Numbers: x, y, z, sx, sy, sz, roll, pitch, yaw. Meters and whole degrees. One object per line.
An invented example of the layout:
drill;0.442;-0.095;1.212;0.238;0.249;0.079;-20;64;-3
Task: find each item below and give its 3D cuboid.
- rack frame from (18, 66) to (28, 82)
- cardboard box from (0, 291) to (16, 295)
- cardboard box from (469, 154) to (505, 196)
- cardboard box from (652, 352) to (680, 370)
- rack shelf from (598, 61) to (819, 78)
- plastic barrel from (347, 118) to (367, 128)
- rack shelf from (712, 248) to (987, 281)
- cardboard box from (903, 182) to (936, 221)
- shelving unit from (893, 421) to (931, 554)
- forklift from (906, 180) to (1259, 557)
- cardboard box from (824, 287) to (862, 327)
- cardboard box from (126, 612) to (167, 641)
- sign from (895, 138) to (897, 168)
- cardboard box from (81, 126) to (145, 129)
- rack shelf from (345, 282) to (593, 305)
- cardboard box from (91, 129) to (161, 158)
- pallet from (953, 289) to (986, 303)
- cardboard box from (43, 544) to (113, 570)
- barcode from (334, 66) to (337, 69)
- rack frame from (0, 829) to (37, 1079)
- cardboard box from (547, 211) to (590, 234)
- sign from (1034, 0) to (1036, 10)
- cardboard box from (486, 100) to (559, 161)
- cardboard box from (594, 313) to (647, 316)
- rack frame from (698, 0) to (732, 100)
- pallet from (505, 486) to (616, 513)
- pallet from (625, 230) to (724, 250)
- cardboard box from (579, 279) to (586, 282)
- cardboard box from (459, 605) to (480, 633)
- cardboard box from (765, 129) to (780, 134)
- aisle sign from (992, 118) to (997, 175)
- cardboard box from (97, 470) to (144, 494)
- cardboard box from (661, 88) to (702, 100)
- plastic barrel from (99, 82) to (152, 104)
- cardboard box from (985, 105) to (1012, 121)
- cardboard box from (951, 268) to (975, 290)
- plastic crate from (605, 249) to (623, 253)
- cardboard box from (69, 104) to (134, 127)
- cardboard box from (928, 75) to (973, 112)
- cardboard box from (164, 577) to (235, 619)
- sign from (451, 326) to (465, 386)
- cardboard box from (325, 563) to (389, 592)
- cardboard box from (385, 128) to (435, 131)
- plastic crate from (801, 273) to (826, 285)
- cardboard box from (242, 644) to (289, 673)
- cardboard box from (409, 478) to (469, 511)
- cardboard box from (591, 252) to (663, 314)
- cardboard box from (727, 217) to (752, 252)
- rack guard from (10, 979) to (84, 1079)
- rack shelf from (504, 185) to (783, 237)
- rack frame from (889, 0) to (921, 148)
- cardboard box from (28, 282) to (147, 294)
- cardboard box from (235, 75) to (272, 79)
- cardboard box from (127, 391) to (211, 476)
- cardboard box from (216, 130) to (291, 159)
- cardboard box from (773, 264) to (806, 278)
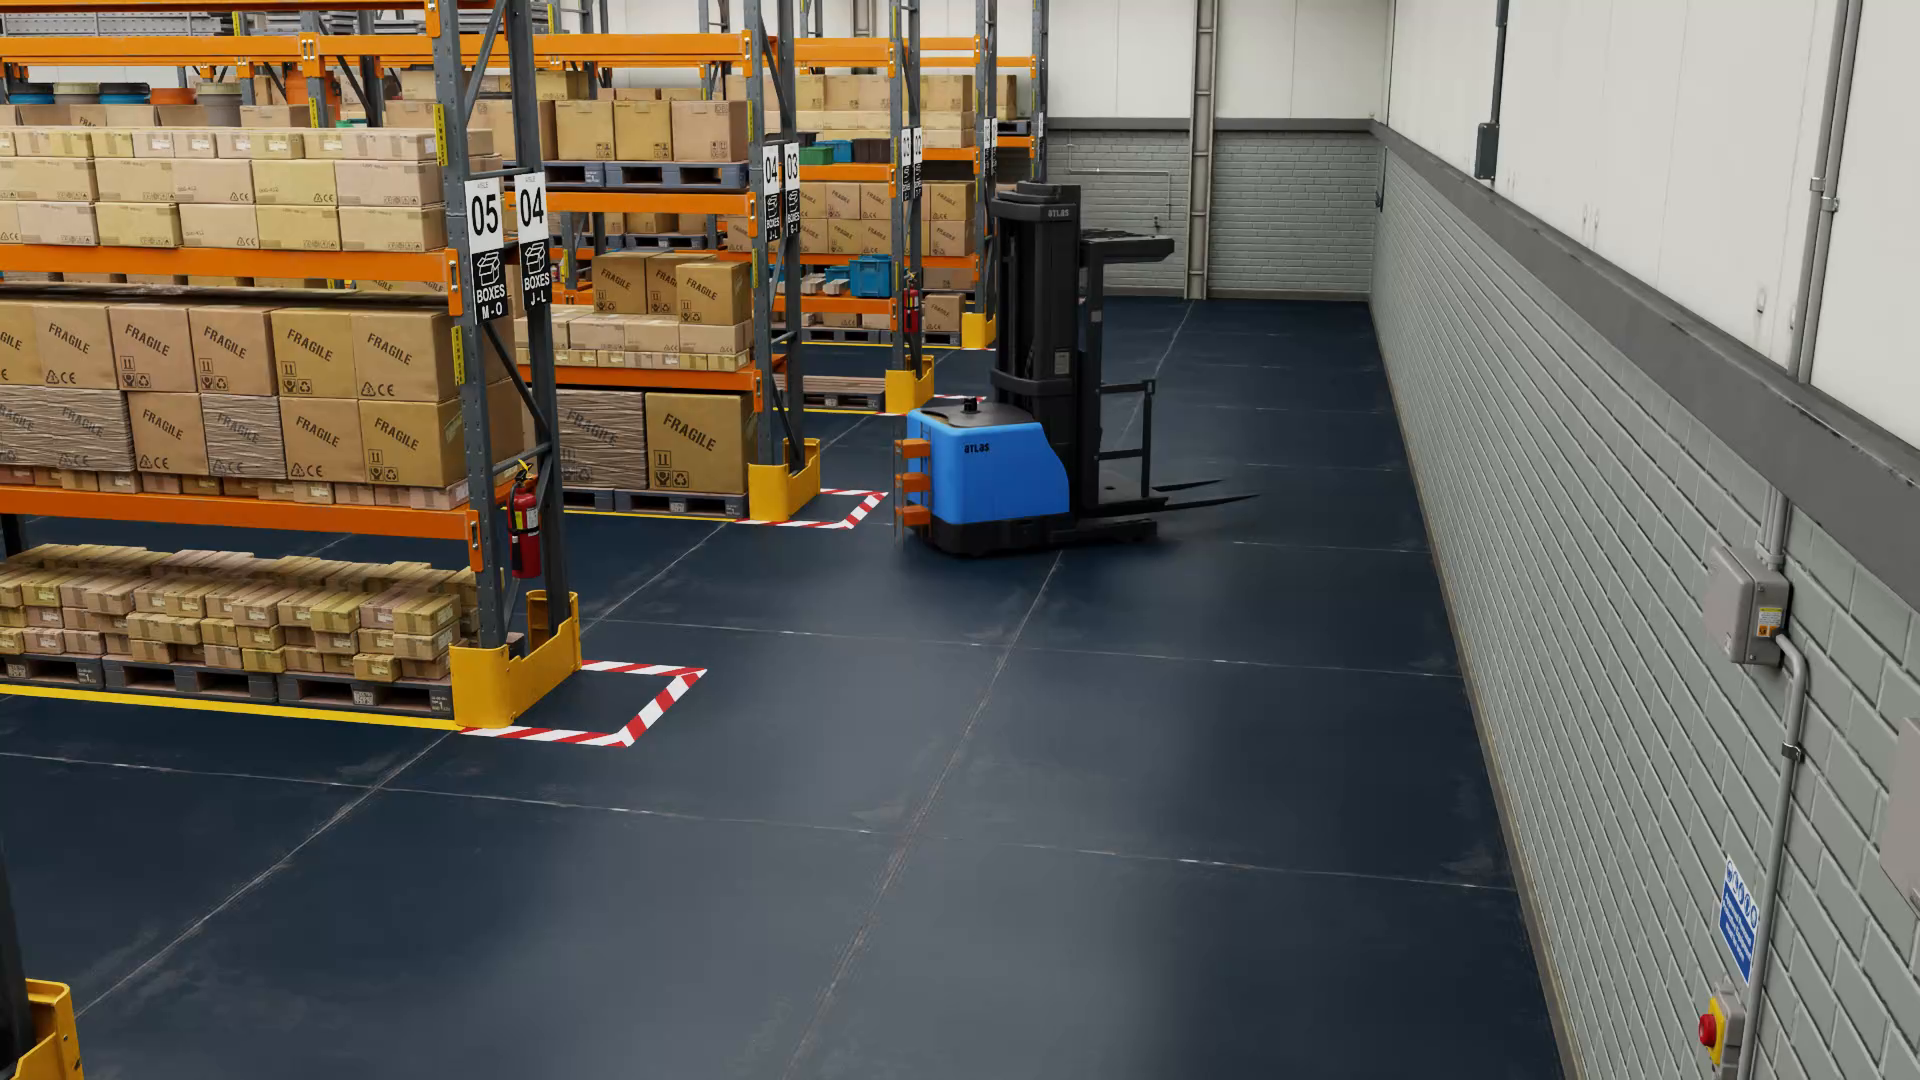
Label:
rack frame;-15.306;-8.097;26.366;0.127;3.000;1.000;3;16;11
cardboard box;-6.218;-1.270;10.340;0.500;0.500;0.500;3;16;12
cardboard box;-3.081;-2.178;9.960;0.500;0.250;0.500;3;16;12
cardboard box;-2.522;-1.603;14.629;0.250;0.149;0.380;3;16;11
rack shelf;-4.523;-8.322;29.274;4.000;0.370;1.077;3;16;11
plastic barrel;-7.378;-5.048;20.448;0.301;0.262;0.301;0;15;0
rack shelf;-1.587;-4.115;24.575;4.000;0.370;1.077;3;16;11
cardboard box;-0.613;-4.863;23.870;0.500;0.500;0.500;4;16;13
shelving unit;-0.390;-0.426;13.562;0.252;1.050;0.215;-7;17;-23
forklift;1.110;-1.515;13.970;3.031;2.935;1.130;-7;17;-23
cardboard box;-1.705;-3.478;24.781;0.637;0.503;0.797;3;16;11
cardboard box;-5.045;0.506;10.542;0.250;0.149;0.380;3;16;11
sign;-0.712;-4.310;18.508;0.005;0.325;0.100;3;16;11
cardboard box;-5.228;-2.492;10.349;0.250;0.149;0.380;2;16;9
rack shelf;-6.498;-3.032;20.666;4.000;0.370;1.077;3;16;11
cardboard box;-4.838;-2.319;9.723;0.250;0.149;0.380;3;16;9
pallet;0.557;-4.329;29.225;1.213;0.211;1.003;3;16;11
cardboard box;-5.953;0.155;11.255;0.250;0.149;0.380;3;16;12
barcode;-11.679;-8.837;31.097;0.075;0.075;0.001;3;16;11
rack frame;-3.580;0.830;5.378;0.053;2.616;0.949;3;16;11
cardboard box;-5.969;-4.928;25.191;0.500;0.500;0.700;6;17;22
sign;1.234;-8.889;27.328;0.005;0.325;0.100;3;16;11
cardboard box;-3.736;-3.600;14.590;0.500;0.500;0.700;4;16;14
cardboard box;-3.024;-1.985;15.261;0.500;0.250;0.500;3;16;9
rack frame;-3.547;-7.459;24.062;0.127;3.000;1.000;3;16;11
pallet;-3.596;-0.507;15.428;1.213;0.211;1.003;3;16;11
pallet;-4.308;-4.546;25.145;1.213;0.211;1.003;3;16;11
cardboard box;-5.996;-3.772;25.848;0.500;0.500;0.500;3;16;9
cardboard box;-3.155;0.462;10.703;0.250;0.149;0.380;4;16;13
cardboard box;-2.631;-5.823;24.055;0.500;0.250;0.500;3;16;11
aisle sign;0.498;-5.681;24.012;0.004;0.787;0.394;3;16;11
cardboard box;-5.100;-0.405;10.307;0.250;0.149;0.380;4;16;14
cardboard box;-4.026;-6.358;24.546;0.600;0.600;0.600;2;16;6
plastic barrel;-10.554;-5.345;21.111;0.708;0.901;0.600;3;16;11
cardboard box;0.586;-7.244;28.214;0.500;0.250;0.500;4;16;13
cardboard box;0.160;-4.686;29.187;0.500;0.500;0.700;3;16;11
plastic crate;-4.012;-3.358;20.412;0.575;0.384;0.392;3;16;11
cardboard box;-7.969;-3.849;15.675;0.500;0.500;0.500;4;16;14
cardboard box;-0.134;-6.354;23.631;0.500;0.500;0.700;3;16;11
cardboard box;-4.789;0.363;10.503;0.250;0.149;0.380;3;16;11
sign;-2.823;-1.038;9.358;0.005;0.325;0.100;3;16;11
cardboard box;-3.913;0.275;10.820;0.250;0.149;0.380;2;16;8
cardboard box;-3.211;-2.373;9.918;0.250;0.149;0.380;4;16;13
plastic crate;-1.757;-3.135;20.073;0.298;0.136;0.250;3;16;11
cardboard box;-4.271;0.696;10.415;0.250;0.149;0.380;2;16;9
cardboard box;-3.068;-0.294;9.905;0.250;0.149;0.380;3;16;11
cardboard box;-3.020;-2.345;15.157;0.500;0.500;0.500;3;16;10
cardboard box;-3.102;-4.518;24.494;0.500;0.500;0.500;4;16;13
rack guard;-3.556;2.035;5.710;0.348;0.500;1.175;3;16;11
rack shelf;-3.565;-2.969;14.820;4.000;0.370;1.077;3;16;11
rack frame;-0.618;-5.950;18.617;0.127;3.000;1.000;3;16;11
cardboard box;-5.590;-1.377;10.728;0.500;0.500;0.500;3;16;9
cardboard box;-13.008;-8.339;30.761;0.500;0.500;0.500;4;16;13
cardboard box;-4.673;-0.702;10.163;0.500;0.500;0.500;4;16;14
cardboard box;-4.067;-2.286;9.604;0.250;0.149;0.380;3;16;10
cardboard box;-3.226;-5.031;29.775;0.750;0.750;0.750;3;16;12
